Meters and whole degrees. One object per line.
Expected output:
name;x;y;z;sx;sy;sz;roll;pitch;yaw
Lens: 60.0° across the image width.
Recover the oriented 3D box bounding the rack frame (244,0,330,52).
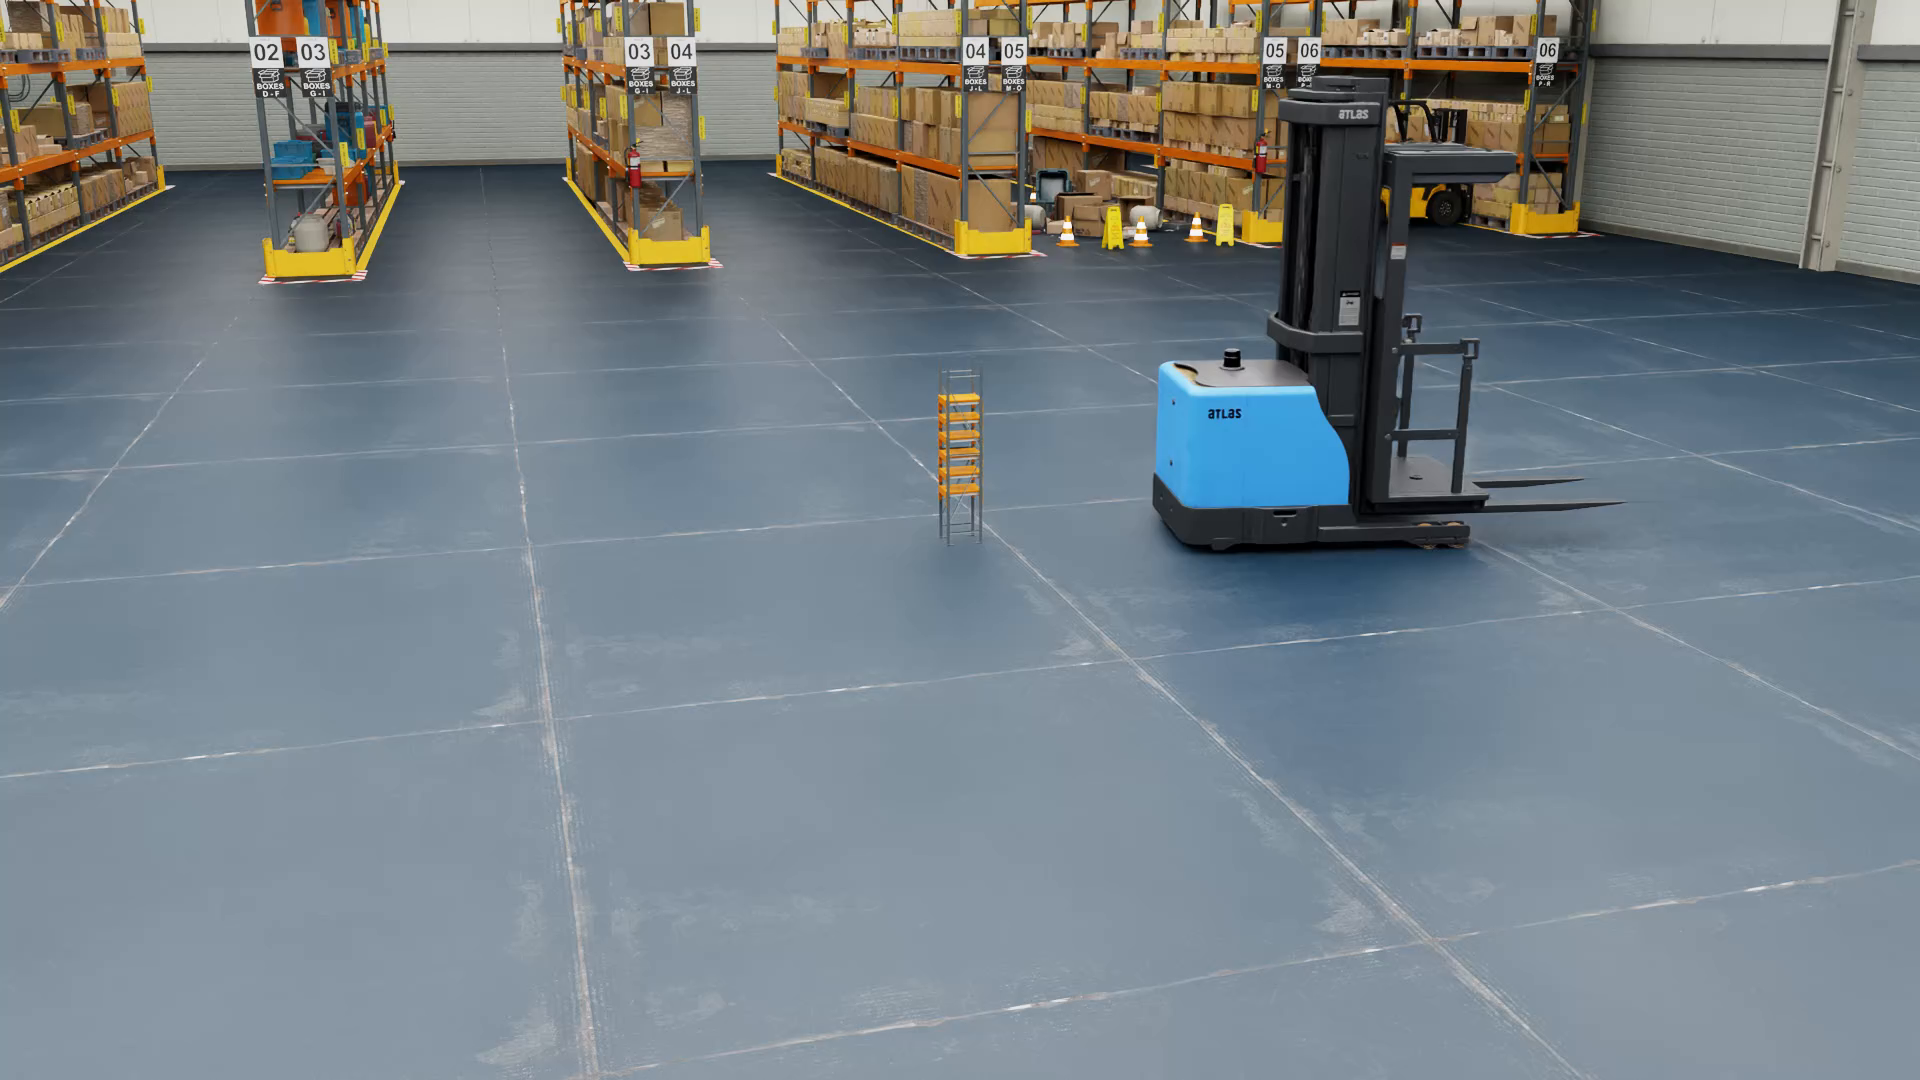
rack frame;-9.053;-8.033;22.053;1.000;3.000;0.127;-5;17;-15

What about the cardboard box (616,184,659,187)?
cardboard box;-5.651;-5.976;29.214;0.700;0.500;0.500;-5;17;-16

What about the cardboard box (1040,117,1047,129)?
cardboard box;2.077;-9.154;36.472;0.500;0.250;0.500;-5;17;-16

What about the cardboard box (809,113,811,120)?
cardboard box;-3.044;-9.094;35.720;0.380;0.149;0.250;-4;17;-14

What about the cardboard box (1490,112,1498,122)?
cardboard box;9.477;-7.375;28.989;0.380;0.149;0.250;-5;17;-16

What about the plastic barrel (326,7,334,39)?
plastic barrel;-11.234;-8.805;28.965;0.600;0.901;0.600;0;17;0

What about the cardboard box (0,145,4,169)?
cardboard box;-14.787;-5.801;24.877;0.700;0.500;0.500;-5;17;-17

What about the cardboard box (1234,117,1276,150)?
cardboard box;4.824;-6.654;27.198;0.500;0.500;0.500;-5;17;-16

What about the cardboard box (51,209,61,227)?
cardboard box;-15.211;-5.316;27.487;0.500;0.250;0.500;-4;17;-14

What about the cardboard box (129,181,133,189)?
cardboard box;-17.269;-7.314;34.247;0.380;0.166;0.250;-5;17;-15

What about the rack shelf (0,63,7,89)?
rack shelf;-14.366;-6.415;23.129;1.077;0.370;4.000;-5;17;-15

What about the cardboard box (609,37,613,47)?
cardboard box;-5.306;-7.809;26.090;0.380;0.149;0.250;-5;17;-16

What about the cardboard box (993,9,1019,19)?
cardboard box;0.721;-7.980;25.238;0.380;0.149;0.250;-5;17;-15

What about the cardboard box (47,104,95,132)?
cardboard box;-16.569;-7.854;30.980;0.700;0.500;0.500;-10;19;-29

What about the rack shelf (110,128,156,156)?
rack shelf;-17.664;-8.297;34.611;1.077;0.370;4.000;-5;17;-15

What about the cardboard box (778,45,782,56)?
cardboard box;-4.013;-11.562;39.275;0.500;0.250;0.500;-4;17;-13

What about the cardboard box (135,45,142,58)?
cardboard box;-17.819;-10.439;35.535;0.500;0.250;0.500;-5;17;-15

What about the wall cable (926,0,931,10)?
wall cable;-0.993;-15.185;45.862;0.463;3.000;0.029;-5;17;-15

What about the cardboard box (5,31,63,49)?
cardboard box;-16.167;-8.585;28.929;0.910;0.500;0.500;-5;17;-15

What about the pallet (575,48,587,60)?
pallet;-6.717;-9.284;31.761;1.213;0.211;1.003;-4;17;-13

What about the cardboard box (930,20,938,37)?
cardboard box;-0.170;-8.063;26.205;0.500;0.250;0.500;-5;17;-16

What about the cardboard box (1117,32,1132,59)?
cardboard box;3.486;-9.614;32.351;0.797;0.503;0.637;-5;17;-15

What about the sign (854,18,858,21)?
sign;-2.259;-11.153;36.069;0.100;0.325;0.005;-5;17;-15

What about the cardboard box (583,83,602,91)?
cardboard box;-7.405;-9.223;34.525;0.797;0.503;0.637;-5;17;-17

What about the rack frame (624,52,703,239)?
rack frame;-4.290;-5.551;24.219;1.000;3.000;0.127;-5;17;-15

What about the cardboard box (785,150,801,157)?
cardboard box;-3.936;-9.144;39.370;0.380;0.149;0.250;-5;17;-15

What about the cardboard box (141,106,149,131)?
cardboard box;-17.683;-8.997;35.517;0.500;0.500;0.500;-5;17;-15

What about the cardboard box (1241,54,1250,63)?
cardboard box;4.771;-7.794;26.908;0.380;0.149;0.250;-5;17;-15

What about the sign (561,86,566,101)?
sign;-9.223;-10.387;38.676;0.100;0.325;0.005;-5;17;-15

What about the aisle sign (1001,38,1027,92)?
aisle sign;0.814;-7.165;25.071;0.394;0.787;0.004;-5;17;-15

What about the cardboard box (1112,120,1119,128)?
cardboard box;3.223;-8.226;32.828;0.380;0.149;0.250;-4;17;-12

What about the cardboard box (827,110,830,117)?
cardboard box;-2.484;-8.668;33.784;0.380;0.149;0.250;-5;17;-15

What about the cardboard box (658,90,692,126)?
cardboard box;-4.179;-6.394;24.596;0.500;0.500;0.500;-5;17;-15

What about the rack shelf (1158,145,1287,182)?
rack shelf;4.688;-6.544;28.773;1.077;0.370;4.000;-5;17;-15

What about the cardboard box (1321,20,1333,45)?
cardboard box;7.776;-10.455;34.252;0.500;0.500;0.500;-5;17;-15

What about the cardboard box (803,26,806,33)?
cardboard box;-3.223;-11.167;36.400;0.380;0.149;0.250;-4;17;-14

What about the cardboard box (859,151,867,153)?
cardboard box;-1.788;-7.842;34.155;0.500;0.250;0.500;-5;17;-16

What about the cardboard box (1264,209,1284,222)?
cardboard box;5.282;-5.464;27.978;0.500;0.250;0.500;-5;17;-16

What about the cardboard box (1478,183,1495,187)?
cardboard box;9.437;-6.335;29.139;0.500;0.250;0.500;-4;17;-14

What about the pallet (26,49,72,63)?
pallet;-15.742;-8.148;27.976;1.213;0.211;1.003;-4;17;-13

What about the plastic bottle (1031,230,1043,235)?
plastic bottle;1.270;-5.229;28.254;0.283;0.061;0.133;-12;20;-34

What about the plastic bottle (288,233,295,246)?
plastic bottle;-9.979;-4.504;24.831;0.097;0.201;0.097;0;17;0

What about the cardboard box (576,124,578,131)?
cardboard box;-7.987;-8.809;35.500;0.380;0.149;0.250;-5;17;-15

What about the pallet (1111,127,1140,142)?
pallet;3.623;-7.912;32.410;1.003;0.211;1.213;-5;17;-15

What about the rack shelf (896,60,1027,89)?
rack shelf;-0.043;-7.561;26.945;1.077;0.370;4.000;-5;17;-15

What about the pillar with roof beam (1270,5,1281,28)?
pillar with roof beam;3.248;-12.844;38.070;9.100;9.000;0.400;-5;17;-15

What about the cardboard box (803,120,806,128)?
cardboard box;-3.271;-9.238;36.928;0.380;0.149;0.250;-5;17;-17

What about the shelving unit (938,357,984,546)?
shelving unit;0.004;-0.571;10.766;0.258;1.200;0.189;-5;17;-15

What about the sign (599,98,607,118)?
sign;-5.922;-7.168;27.587;0.100;0.325;0.005;-5;17;-15

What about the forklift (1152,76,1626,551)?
forklift;2.880;-1.495;10.833;3.031;2.935;1.130;-2;17;-6

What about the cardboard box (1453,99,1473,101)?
cardboard box;9.403;-8.127;30.974;0.380;0.149;0.250;-5;17;-16

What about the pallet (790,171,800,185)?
pallet;-3.349;-8.420;38.618;1.003;0.211;1.213;-5;17;-15

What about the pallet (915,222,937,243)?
pallet;-0.120;-5.132;27.670;1.003;0.211;1.213;-5;17;-15

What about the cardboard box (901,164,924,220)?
cardboard box;-0.487;-6.026;28.763;0.875;0.875;0.875;-4;17;-14

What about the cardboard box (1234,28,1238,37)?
cardboard box;4.719;-8.321;27.276;0.380;0.149;0.250;-5;17;-15
